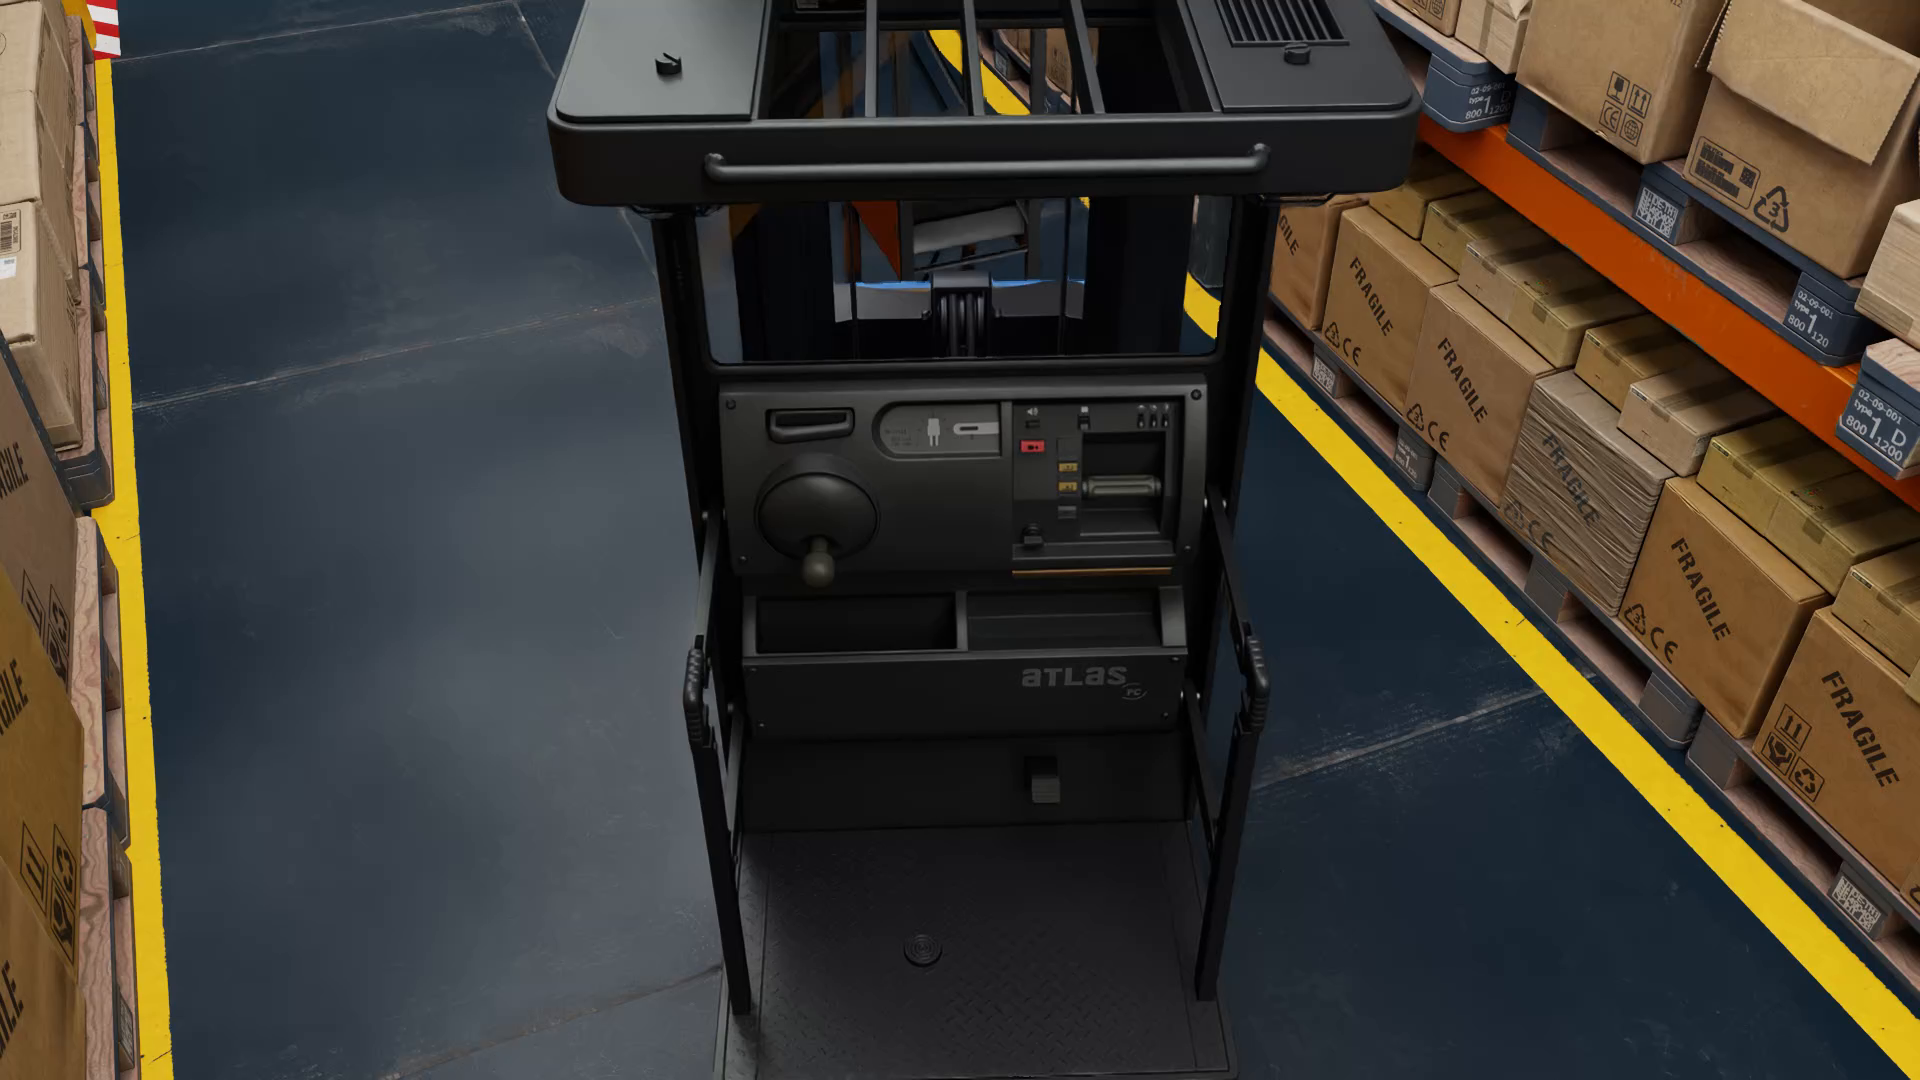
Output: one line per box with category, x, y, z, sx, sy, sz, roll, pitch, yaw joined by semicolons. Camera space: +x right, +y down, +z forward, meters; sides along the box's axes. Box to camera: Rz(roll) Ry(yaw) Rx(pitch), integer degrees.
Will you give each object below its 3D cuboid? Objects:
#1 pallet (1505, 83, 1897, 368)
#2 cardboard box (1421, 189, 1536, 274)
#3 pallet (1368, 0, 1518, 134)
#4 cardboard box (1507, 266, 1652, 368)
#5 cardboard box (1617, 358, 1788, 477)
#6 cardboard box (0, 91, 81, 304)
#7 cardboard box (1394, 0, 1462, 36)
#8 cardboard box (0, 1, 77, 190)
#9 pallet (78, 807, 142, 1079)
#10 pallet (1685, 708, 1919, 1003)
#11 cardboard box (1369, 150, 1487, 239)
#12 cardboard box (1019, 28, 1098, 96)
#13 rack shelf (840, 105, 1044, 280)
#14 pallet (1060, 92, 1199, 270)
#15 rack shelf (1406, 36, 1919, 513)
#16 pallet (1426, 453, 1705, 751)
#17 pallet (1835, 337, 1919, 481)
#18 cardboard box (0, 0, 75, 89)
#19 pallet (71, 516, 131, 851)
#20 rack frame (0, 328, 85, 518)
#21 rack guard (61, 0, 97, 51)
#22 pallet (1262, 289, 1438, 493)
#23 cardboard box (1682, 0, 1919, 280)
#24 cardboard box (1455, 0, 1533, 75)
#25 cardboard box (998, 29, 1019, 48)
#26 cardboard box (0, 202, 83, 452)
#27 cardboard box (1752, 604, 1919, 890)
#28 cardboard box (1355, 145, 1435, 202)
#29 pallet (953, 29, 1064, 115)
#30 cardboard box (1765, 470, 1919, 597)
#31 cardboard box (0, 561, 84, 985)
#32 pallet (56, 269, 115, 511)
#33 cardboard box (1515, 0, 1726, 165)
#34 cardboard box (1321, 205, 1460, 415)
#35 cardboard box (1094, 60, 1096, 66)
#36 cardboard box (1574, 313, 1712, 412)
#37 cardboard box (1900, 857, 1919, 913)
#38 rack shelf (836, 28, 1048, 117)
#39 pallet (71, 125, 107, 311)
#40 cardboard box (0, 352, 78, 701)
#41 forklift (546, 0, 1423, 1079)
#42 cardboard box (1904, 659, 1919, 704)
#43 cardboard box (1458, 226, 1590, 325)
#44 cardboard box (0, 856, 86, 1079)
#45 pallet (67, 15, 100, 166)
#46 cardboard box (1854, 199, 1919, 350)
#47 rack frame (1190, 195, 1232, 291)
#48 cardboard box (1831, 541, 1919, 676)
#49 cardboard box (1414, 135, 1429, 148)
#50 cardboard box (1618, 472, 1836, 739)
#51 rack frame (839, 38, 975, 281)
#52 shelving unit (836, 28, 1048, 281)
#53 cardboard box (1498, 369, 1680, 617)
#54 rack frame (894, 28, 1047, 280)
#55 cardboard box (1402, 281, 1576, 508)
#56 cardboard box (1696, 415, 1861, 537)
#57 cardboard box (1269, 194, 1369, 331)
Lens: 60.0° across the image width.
pallet;2.160;-0.941;4.191;1.003;0.211;1.213;-15;43;-17
cardboard box;1.673;-0.967;5.172;0.380;0.149;0.250;-16;43;-18
pallet;1.583;-1.672;5.041;1.003;0.211;1.213;-15;43;-17
cardboard box;1.827;-0.657;4.811;0.380;0.149;0.250;-14;43;-15
cardboard box;2.004;-0.341;4.444;0.380;0.149;0.250;-17;44;-19
cardboard box;-3.691;-1.145;5.924;0.875;0.438;0.875;-16;43;-18
cardboard box;1.555;-1.791;4.634;0.700;0.500;0.500;-15;43;-16
cardboard box;-4.034;-1.688;6.556;0.875;0.438;0.875;-14;43;-16
pallet;-2.371;1.227;3.662;1.003;0.211;1.213;-15;43;-17
pallet;2.658;0.754;4.211;1.003;0.211;1.213;-15;43;-17
cardboard box;1.556;-1.129;5.360;0.380;0.149;0.250;-17;44;-19
cardboard box;0.682;-2.332;7.257;0.700;0.500;0.500;-17;43;-18
rack shelf;-0.057;-0.900;4.706;0.431;0.518;0.480;-14;43;-16
pallet;1.116;-1.610;6.960;1.003;0.211;1.213;-15;43;-17
rack shelf;2.143;-0.776;4.403;1.077;0.370;4.000;-15;43;-17
pallet;2.195;0.021;5.064;1.003;0.211;1.213;-15;43;-17
pallet;2.584;-0.162;3.285;1.213;0.211;1.003;-15;43;-17
cardboard box;-4.392;-2.238;7.194;0.875;0.438;0.875;-17;43;-18
pallet;-2.842;0.490;4.518;1.003;0.211;1.213;-15;43;-17
rack frame;-3.207;-1.013;4.127;1.000;3.000;0.127;-15;43;-17
rack guard;-4.746;-2.489;7.761;1.175;0.500;0.348;-15;43;-17
pallet;1.724;-0.715;5.920;1.003;0.211;1.213;-15;43;-17
cardboard box;2.113;-0.979;3.687;0.797;0.503;0.637;-16;43;-18
cardboard box;1.555;-1.429;4.392;0.396;0.266;0.258;-13;42;-15
cardboard box;0.395;-2.614;7.585;0.500;0.500;0.500;-14;43;-16
cardboard box;-3.348;-0.606;5.297;0.875;0.438;0.875;-16;43;-17
cardboard box;2.366;0.440;4.033;0.500;0.500;0.500;-16;43;-17
cardboard box;1.447;-1.281;5.536;0.380;0.149;0.250;-16;43;-18
pallet;0.646;-2.346;7.816;1.003;0.211;1.213;-15;43;-17
cardboard box;2.233;-0.032;4.084;0.380;0.149;0.250;-14;43;-16
cardboard box;-2.543;0.529;3.641;0.875;0.875;0.875;-14;43;-16
pallet;-3.425;-0.433;5.592;1.003;0.211;1.213;-15;43;-17
cardboard box;1.855;-1.319;4.084;0.700;0.500;0.500;-15;43;-17
cardboard box;1.568;-0.799;5.474;0.500;0.500;0.500;-16;43;-17
cardboard box;0.757;-1.853;6.879;0.396;0.266;0.258;-14;43;-15
cardboard box;1.957;-0.502;4.631;0.380;0.149;0.250;-15;43;-17
cardboard box;2.548;0.744;3.680;0.500;0.500;0.500;-14;43;-16
rack shelf;-0.059;-1.430;4.249;0.431;0.518;0.480;-14;43;-16
pallet;-3.896;-1.169;6.448;1.003;0.211;1.213;-15;43;-17
cardboard box;-2.895;-0.013;4.272;0.875;0.875;0.875;-14;43;-16
forklift;0.019;-0.032;3.039;1.130;2.935;3.031;-1;41;-2
cardboard box;2.352;0.308;3.689;0.380;0.149;0.250;-17;44;-19
cardboard box;1.734;-0.807;4.986;0.380;0.149;0.250;-15;43;-17
cardboard box;-2.201;1.068;3.015;0.875;0.875;0.875;-15;43;-16
pallet;-4.359;-1.903;7.301;1.003;0.211;1.213;-15;43;-17
cardboard box;2.206;-0.501;3.325;0.500;0.250;0.500;-17;44;-19
rack frame;1.378;-2.253;5.570;1.000;3.000;0.127;-15;43;-17
cardboard box;2.292;0.138;3.886;0.380;0.149;0.250;-16;43;-18
cardboard box;1.413;-1.397;5.443;0.380;0.149;0.250;-17;44;-19
cardboard box;2.164;0.125;4.399;0.500;0.500;0.500;-13;42;-15
rack frame;-0.144;-1.059;4.870;0.400;2.100;0.015;-14;43;-16
shelving unit;-0.057;-0.910;4.697;0.431;2.100;0.503;-14;43;-16
cardboard box;1.948;-0.183;4.758;0.500;0.500;0.500;-17;43;-18
rack frame;0.029;-0.761;4.524;0.400;2.100;0.015;-14;43;-16
cardboard box;1.755;-0.497;5.123;0.500;0.500;0.500;-16;43;-18
cardboard box;2.137;-0.182;4.259;0.380;0.149;0.250;-16;43;-17
cardboard box;1.355;-1.117;5.844;0.500;0.500;0.500;-13;42;-15
